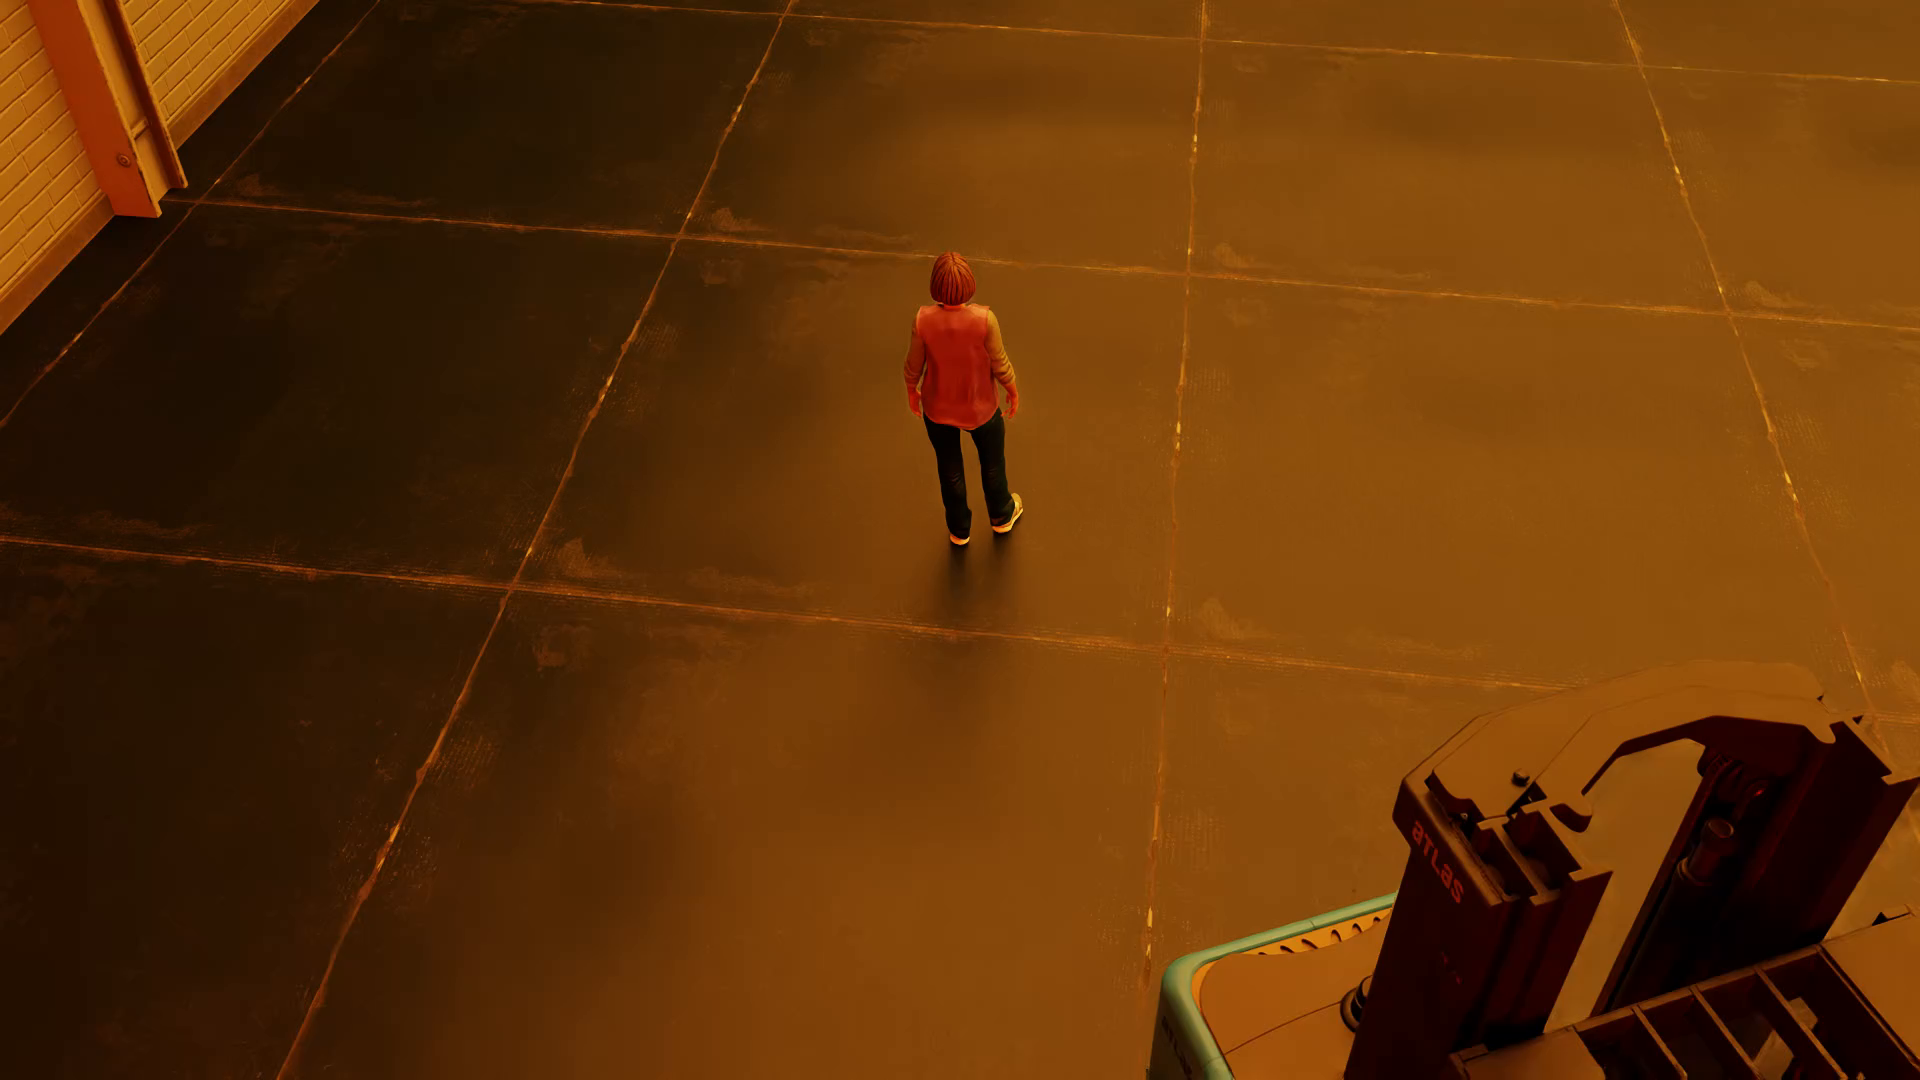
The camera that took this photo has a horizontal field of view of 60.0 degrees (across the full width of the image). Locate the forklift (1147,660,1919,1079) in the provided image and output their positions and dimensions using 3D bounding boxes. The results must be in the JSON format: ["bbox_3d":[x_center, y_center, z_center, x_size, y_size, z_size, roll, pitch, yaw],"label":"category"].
[{"bbox_3d":[1.536,1.810,3.754,1.130,2.935,3.031,-13,44,-14],"label":"forklift"}]

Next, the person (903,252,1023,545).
[{"bbox_3d":[0.024,-0.642,7.399,0.520,1.599,0.473,5,43,6],"label":"person"}]
